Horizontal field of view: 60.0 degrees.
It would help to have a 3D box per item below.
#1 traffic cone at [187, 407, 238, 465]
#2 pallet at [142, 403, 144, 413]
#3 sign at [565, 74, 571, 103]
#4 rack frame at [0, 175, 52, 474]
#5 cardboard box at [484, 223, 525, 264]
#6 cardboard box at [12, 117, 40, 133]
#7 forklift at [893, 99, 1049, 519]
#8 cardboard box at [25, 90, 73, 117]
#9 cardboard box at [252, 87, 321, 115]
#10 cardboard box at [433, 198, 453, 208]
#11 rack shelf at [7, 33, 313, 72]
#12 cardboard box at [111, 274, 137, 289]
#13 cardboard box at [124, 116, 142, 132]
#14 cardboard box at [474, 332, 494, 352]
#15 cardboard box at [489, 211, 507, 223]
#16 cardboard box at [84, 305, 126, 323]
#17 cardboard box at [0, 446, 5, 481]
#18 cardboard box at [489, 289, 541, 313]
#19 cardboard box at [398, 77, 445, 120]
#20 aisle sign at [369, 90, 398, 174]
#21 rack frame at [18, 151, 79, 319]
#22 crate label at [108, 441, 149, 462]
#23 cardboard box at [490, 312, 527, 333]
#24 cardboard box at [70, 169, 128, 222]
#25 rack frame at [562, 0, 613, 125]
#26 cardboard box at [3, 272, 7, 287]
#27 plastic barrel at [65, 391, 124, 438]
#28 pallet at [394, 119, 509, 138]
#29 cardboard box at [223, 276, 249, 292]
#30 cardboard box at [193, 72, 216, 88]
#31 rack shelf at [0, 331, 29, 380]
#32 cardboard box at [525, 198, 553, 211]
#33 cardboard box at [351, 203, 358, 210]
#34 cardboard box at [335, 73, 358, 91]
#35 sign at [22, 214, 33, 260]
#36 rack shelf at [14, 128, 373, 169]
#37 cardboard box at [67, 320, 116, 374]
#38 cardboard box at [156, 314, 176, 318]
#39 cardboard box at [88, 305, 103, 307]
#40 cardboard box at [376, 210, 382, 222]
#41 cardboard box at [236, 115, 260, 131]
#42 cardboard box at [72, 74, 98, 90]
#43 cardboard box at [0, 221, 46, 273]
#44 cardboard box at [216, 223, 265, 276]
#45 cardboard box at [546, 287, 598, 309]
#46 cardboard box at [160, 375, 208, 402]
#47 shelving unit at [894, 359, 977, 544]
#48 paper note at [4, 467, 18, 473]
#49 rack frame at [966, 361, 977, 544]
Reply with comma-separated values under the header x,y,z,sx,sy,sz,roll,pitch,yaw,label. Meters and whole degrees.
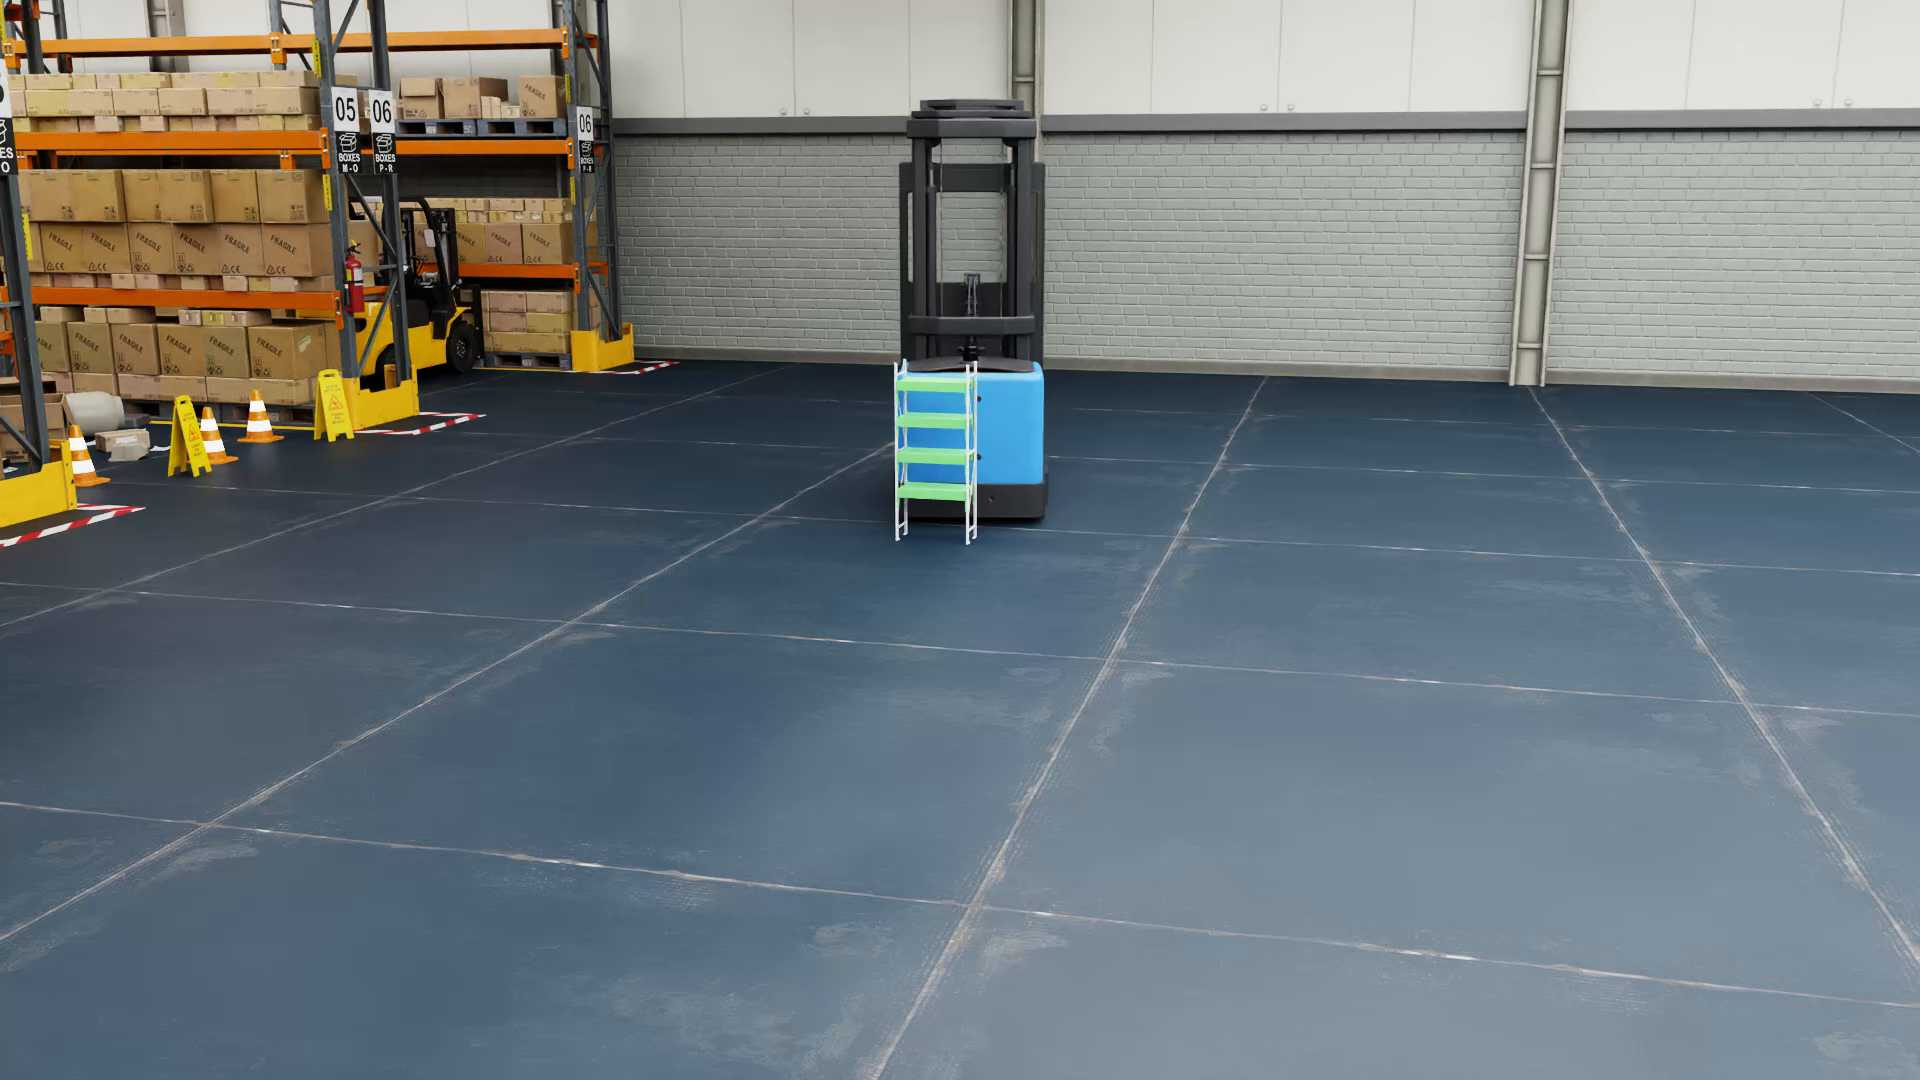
x,y,z,sx,sy,sz,roll,pitch,yaw,label
-6.418,-0.903,14.234,0.334,0.463,0.336,3,13,14,traffic cone
-8.979,-1.460,17.327,1.213,0.211,1.003,3,13,14,pallet
-4.714,-5.430,19.996,0.005,0.325,0.100,3,13,14,sign
-6.844,-1.595,11.498,0.127,3.000,1.000,3,13,14,rack frame
-5.612,-3.733,20.904,0.500,0.500,0.500,3,13,15,cardboard box
-9.155,-4.097,16.429,0.250,0.149,0.380,3,13,14,cardboard box
0.095,-1.845,12.783,1.130,2.935,3.031,0,13,1,forklift
-8.775,-4.280,16.334,0.500,0.250,0.500,3,13,13,cardboard box
-6.317,-4.148,15.737,0.500,0.250,0.500,3,13,13,cardboard box
-6.459,-4.249,21.043,0.250,0.149,0.380,3,13,14,cardboard box
-10.395,-6.379,21.794,4.000,0.370,1.077,3,13,14,rack shelf
-8.171,-2.574,16.490,0.250,0.149,0.380,3,13,14,cardboard box
-7.896,-4.042,16.184,0.250,0.149,0.380,3,13,14,cardboard box
-6.066,-2.562,21.233,0.500,0.250,0.500,3,13,14,cardboard box
-5.704,-4.058,20.872,0.250,0.149,0.380,3,13,13,cardboard box
-8.525,-2.261,16.651,0.250,0.149,0.380,4,13,16,cardboard box
-7.518,-0.784,11.779,0.875,0.875,0.875,3,13,14,cardboard box
-5.589,-3.020,20.989,0.500,0.250,0.500,3,13,15,cardboard box
-6.588,-5.538,20.906,0.637,0.503,0.797,3,13,15,cardboard box
-5.621,-3.972,16.211,0.004,0.787,0.394,3,13,14,aisle sign
-12.337,-4.100,22.790,0.127,3.000,1.000,3,13,14,rack frame
-7.196,-0.771,14.395,0.298,0.136,0.250,-4,13,-16,crate label
-5.602,-2.780,21.062,0.500,0.250,0.500,3,13,13,cardboard box
-8.292,-3.400,16.406,0.500,0.500,0.700,3,13,12,cardboard box
-4.570,-6.614,20.269,0.127,3.000,1.000,3,13,14,rack frame
-9.410,-2.642,16.798,0.250,0.149,0.380,3,13,13,cardboard box
-8.124,-1.172,15.541,0.512,0.421,0.421,-9,15,-35,plastic barrel
-6.439,-5.211,21.077,1.213,0.211,1.003,3,13,14,pallet
-6.944,-2.508,16.191,0.250,0.149,0.380,3,13,15,cardboard box
-7.118,-4.397,15.940,0.250,0.149,0.380,3,13,14,cardboard box
-8.785,-1.348,12.044,4.000,0.370,1.077,3,13,14,rack shelf
-5.215,-4.177,20.718,0.250,0.149,0.380,3,13,14,cardboard box
-7.690,-4.319,21.359,0.250,0.149,0.380,3,13,12,cardboard box
-6.052,-4.434,16.106,0.250,0.149,0.380,3,13,13,cardboard box
-6.705,-2.173,11.920,0.005,0.325,0.100,3,13,14,sign
-7.697,-3.858,16.434,4.000,0.370,1.077,3,13,14,rack shelf
-8.609,-1.965,16.812,0.500,0.500,0.500,4,13,16,cardboard box
-8.506,-2.077,17.319,0.500,0.500,0.500,3,13,15,cardboard box
-11.735,-3.111,22.843,0.625,0.625,0.875,3,13,15,cardboard box
-7.220,-4.123,21.165,0.250,0.149,0.380,3,13,13,cardboard box
-6.669,-3.970,15.856,0.250,0.149,0.380,3,13,15,cardboard box
-8.396,-4.450,16.181,0.250,0.149,0.380,3,13,12,cardboard box
-9.279,-2.961,16.739,0.500,0.500,0.500,3,13,13,cardboard box
-6.834,-2.832,16.158,0.500,0.500,0.500,3,13,14,cardboard box
-4.991,-3.101,21.355,0.500,0.250,0.500,3,13,13,cardboard box
-7.615,-1.544,16.646,0.500,0.250,0.500,3,13,12,cardboard box
-0.161,-0.594,11.143,0.503,1.200,0.258,3,13,14,shelving unit
-7.919,-0.581,13.786,0.142,0.017,0.144,8,15,33,paper note
0.076,-0.582,11.085,0.015,1.200,0.240,3,13,14,rack frame
